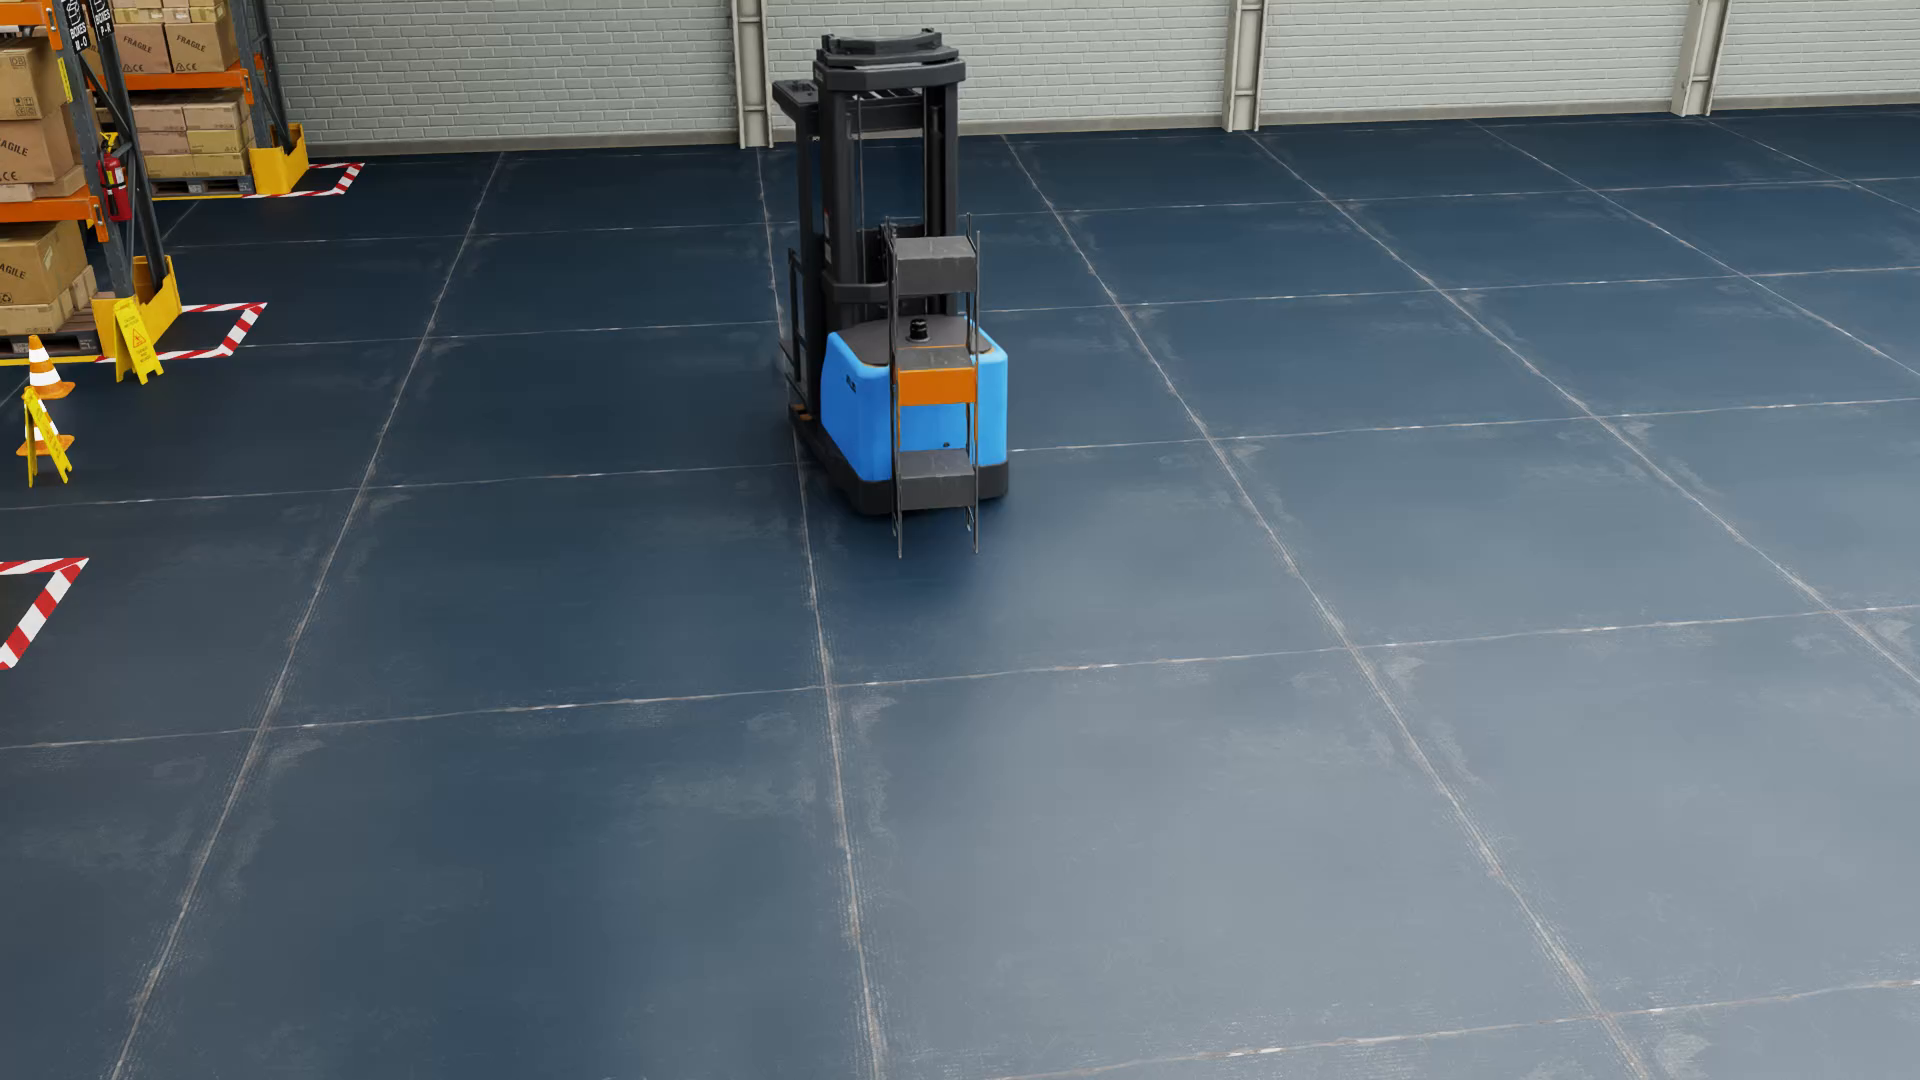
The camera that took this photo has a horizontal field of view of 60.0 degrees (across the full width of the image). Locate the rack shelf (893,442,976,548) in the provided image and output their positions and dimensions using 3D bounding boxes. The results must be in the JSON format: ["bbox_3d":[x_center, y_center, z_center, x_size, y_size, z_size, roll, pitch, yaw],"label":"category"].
[{"bbox_3d":[-0.164,-0.289,10.576,0.480,0.518,0.431,-4,27,-7],"label":"rack shelf"}]

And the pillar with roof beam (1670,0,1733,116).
[{"bbox_3d":[10.032,-7.578,15.662,0.400,9.000,9.100,-4,27,-7],"label":"pillar with roof beam"}]

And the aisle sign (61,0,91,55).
[{"bbox_3d":[-6.780,-4.133,12.671,0.004,0.787,0.394,-4,27,-7],"label":"aisle sign"}]

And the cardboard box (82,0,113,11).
[{"bbox_3d":[-8.897,-5.587,17.207,0.250,0.149,0.380,-3,27,-6],"label":"cardboard box"}]

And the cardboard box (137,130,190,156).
[{"bbox_3d":[-8.514,-4.334,17.914,0.500,0.250,0.500,-4,27,-8],"label":"cardboard box"}]

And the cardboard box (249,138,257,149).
[{"bbox_3d":[-8.091,-4.368,18.528,0.500,0.250,0.500,-4,27,-7],"label":"cardboard box"}]

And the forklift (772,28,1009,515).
[{"bbox_3d":[-0.639,-2.120,11.670,1.130,2.935,3.031,-9,29,-17],"label":"forklift"}]

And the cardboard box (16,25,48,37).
[{"bbox_3d":[-9.546,-5.143,17.378,0.500,0.500,0.500,-3,27,-7],"label":"cardboard box"}]

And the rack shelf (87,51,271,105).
[{"bbox_3d":[-9.557,-4.900,17.801,4.000,0.370,1.077,-4,27,-7],"label":"rack shelf"}]

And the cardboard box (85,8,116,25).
[{"bbox_3d":[-8.901,-5.464,17.293,0.250,0.149,0.380,-5,28,-9],"label":"cardboard box"}]

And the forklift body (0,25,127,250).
[{"bbox_3d":[-9.201,-4.024,16.237,1.214,2.155,2.313,-4,27,-7],"label":"forklift body"}]

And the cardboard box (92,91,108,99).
[{"bbox_3d":[-9.579,-4.720,18.121,0.500,0.250,0.500,-4,27,-8],"label":"cardboard box"}]

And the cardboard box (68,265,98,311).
[{"bbox_3d":[-7.719,-2.141,14.188,0.500,0.250,0.500,-4,27,-8],"label":"cardboard box"}]

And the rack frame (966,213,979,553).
[{"bbox_3d":[0.078,-0.939,10.280,0.015,2.100,0.400,-4,27,-7],"label":"rack frame"}]

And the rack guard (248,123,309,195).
[{"bbox_3d":[-7.553,-4.236,18.459,0.348,0.500,1.175,-4,27,-7],"label":"rack guard"}]

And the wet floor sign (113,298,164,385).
[{"bbox_3d":[-6.545,-1.584,13.131,0.232,0.644,0.267,6,28,11],"label":"wet floor sign"}]

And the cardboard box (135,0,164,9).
[{"bbox_3d":[-8.398,-5.636,17.302,0.250,0.149,0.380,-3,27,-6],"label":"cardboard box"}]

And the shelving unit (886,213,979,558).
[{"bbox_3d":[-0.164,-0.924,10.250,0.503,2.100,0.431,-4,27,-7],"label":"shelving unit"}]

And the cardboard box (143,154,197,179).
[{"bbox_3d":[-8.492,-4.110,18.027,0.500,0.250,0.500,-4,27,-7],"label":"cardboard box"}]

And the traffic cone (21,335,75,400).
[{"bbox_3d":[-7.128,-1.364,12.902,0.334,0.463,0.336,-4,27,-7],"label":"traffic cone"}]

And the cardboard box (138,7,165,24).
[{"bbox_3d":[-8.396,-5.513,17.388,0.250,0.149,0.380,-3,27,-6],"label":"cardboard box"}]

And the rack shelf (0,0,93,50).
[{"bbox_3d":[-8.862,-3.991,12.744,4.000,0.370,1.077,-4,27,-7],"label":"rack shelf"}]

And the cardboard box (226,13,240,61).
[{"bbox_3d":[-8.106,-5.486,18.046,0.500,0.500,0.500,-3,27,-5],"label":"cardboard box"}]

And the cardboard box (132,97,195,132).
[{"bbox_3d":[-8.494,-4.550,17.788,0.500,0.250,0.500,-3,27,-6],"label":"cardboard box"}]

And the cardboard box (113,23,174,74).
[{"bbox_3d":[-8.543,-5.213,17.514,0.500,0.500,0.500,-3,27,-5],"label":"cardboard box"}]

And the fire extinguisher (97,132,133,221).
[{"bbox_3d":[-6.704,-2.868,13.138,0.183,0.674,0.296,-4,27,-7],"label":"fire extinguisher"}]

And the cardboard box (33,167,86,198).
[{"bbox_3d":[-7.222,-2.871,13.335,0.250,0.149,0.380,-3,27,-5],"label":"cardboard box"}]

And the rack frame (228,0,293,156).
[{"bbox_3d":[-7.577,-5.347,17.885,0.127,3.000,1.000,-4,27,-7],"label":"rack frame"}]

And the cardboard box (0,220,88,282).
[{"bbox_3d":[-7.743,-2.472,14.013,0.500,0.500,0.500,-5,28,-9],"label":"cardboard box"}]

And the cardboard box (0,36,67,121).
[{"bbox_3d":[-7.357,-3.594,12.938,0.500,0.500,0.700,-4,27,-8],"label":"cardboard box"}]

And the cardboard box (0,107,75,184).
[{"bbox_3d":[-7.381,-3.121,13.112,0.500,0.500,0.500,-4,27,-8],"label":"cardboard box"}]

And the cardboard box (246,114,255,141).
[{"bbox_3d":[-8.072,-4.597,18.428,0.500,0.250,0.500,-3,27,-6],"label":"cardboard box"}]

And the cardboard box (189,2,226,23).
[{"bbox_3d":[-7.881,-5.531,17.424,0.250,0.149,0.380,-3,27,-6],"label":"cardboard box"}]

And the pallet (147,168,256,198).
[{"bbox_3d":[-8.328,-4.039,18.390,1.213,0.211,1.003,-4,27,-7],"label":"pallet"}]

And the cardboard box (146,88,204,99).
[{"bbox_3d":[-8.574,-4.777,18.231,0.500,0.250,0.500,-4,27,-7],"label":"cardboard box"}]

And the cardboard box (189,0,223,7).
[{"bbox_3d":[-7.902,-5.694,17.416,0.250,0.149,0.380,-4,27,-7],"label":"cardboard box"}]
